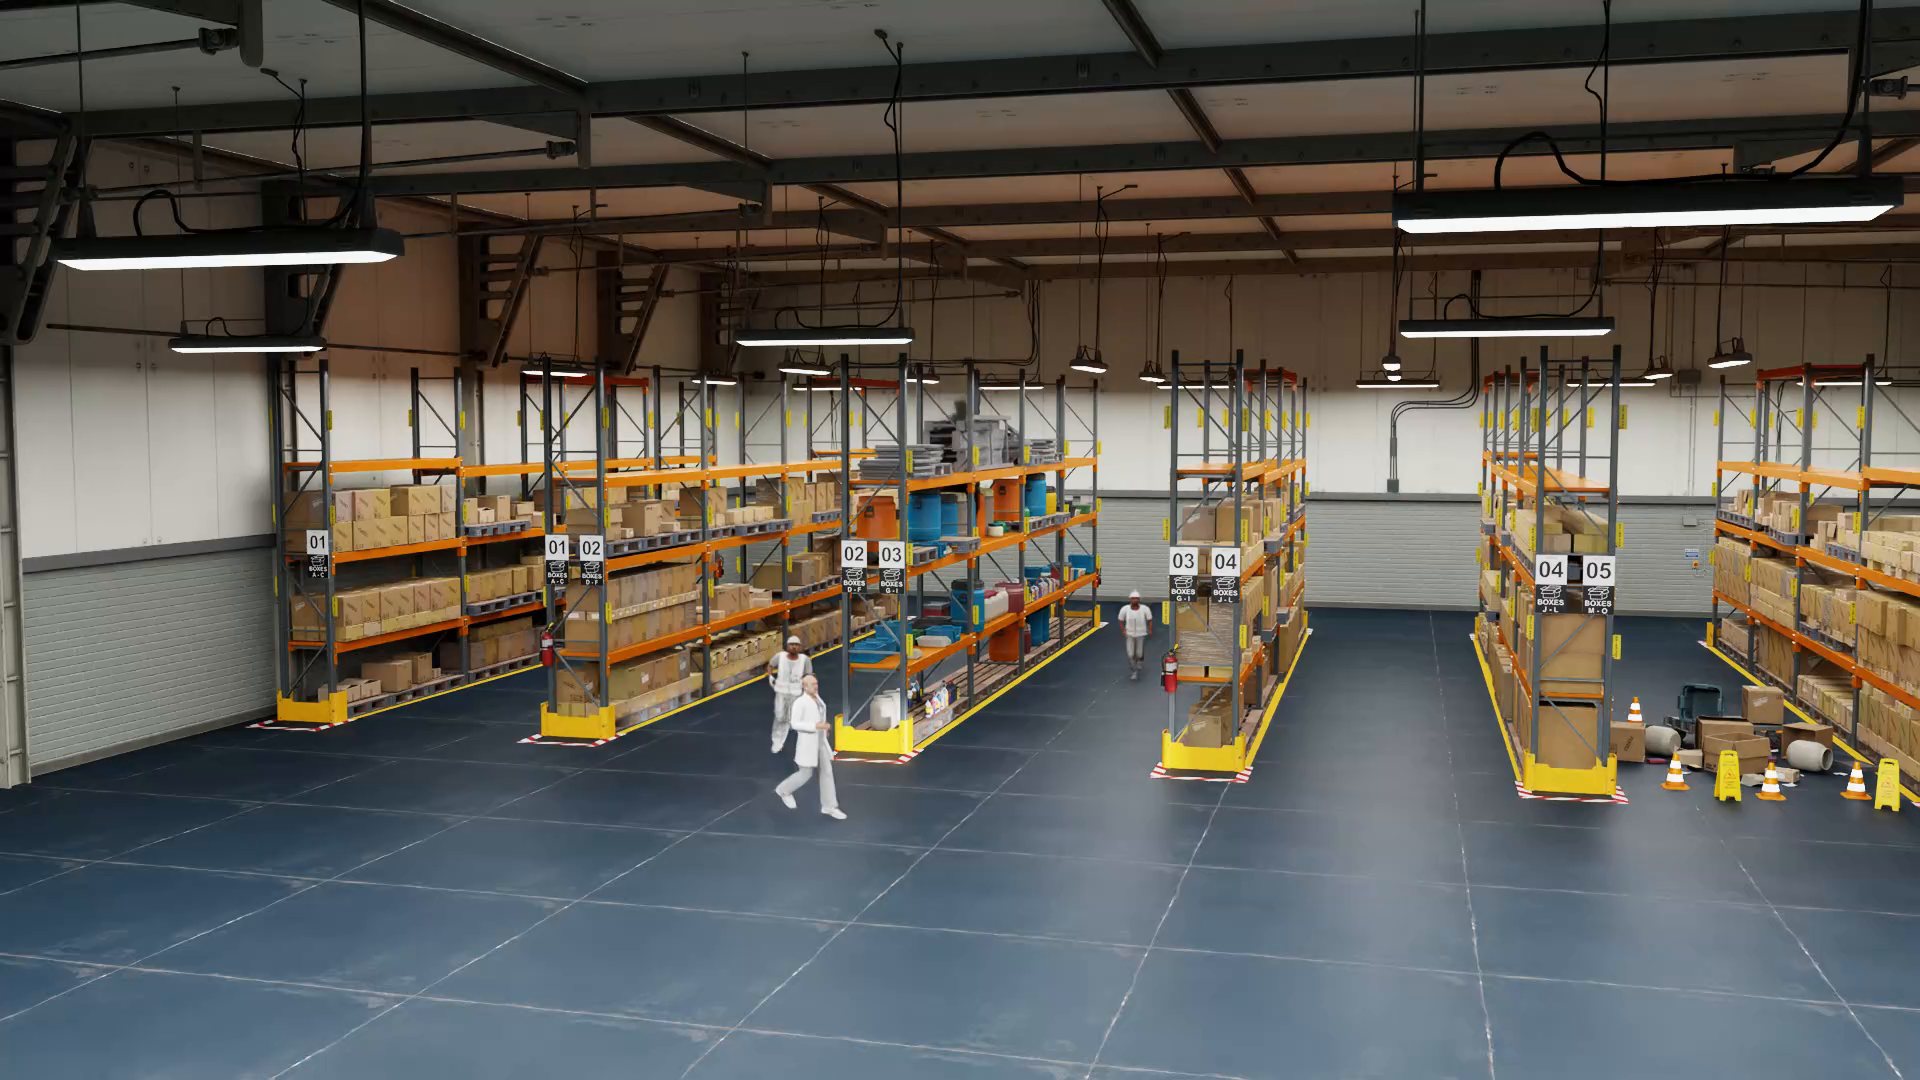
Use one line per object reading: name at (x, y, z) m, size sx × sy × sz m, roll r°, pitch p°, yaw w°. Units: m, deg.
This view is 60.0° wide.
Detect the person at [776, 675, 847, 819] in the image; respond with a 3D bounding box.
person at (-1.884, 2.590, 20.952) m, size 1.050 × 1.782 × 0.711 m, roll 3°, pitch 5°, yaw 34°

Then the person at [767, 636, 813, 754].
person at (-2.561, 2.330, 25.122) m, size 0.663 × 1.794 × 0.657 m, roll -1°, pitch 4°, yaw -13°

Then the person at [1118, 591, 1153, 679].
person at (3.395, 1.836, 32.229) m, size 0.685 × 1.710 × 0.624 m, roll 0°, pitch 4°, yaw 7°
